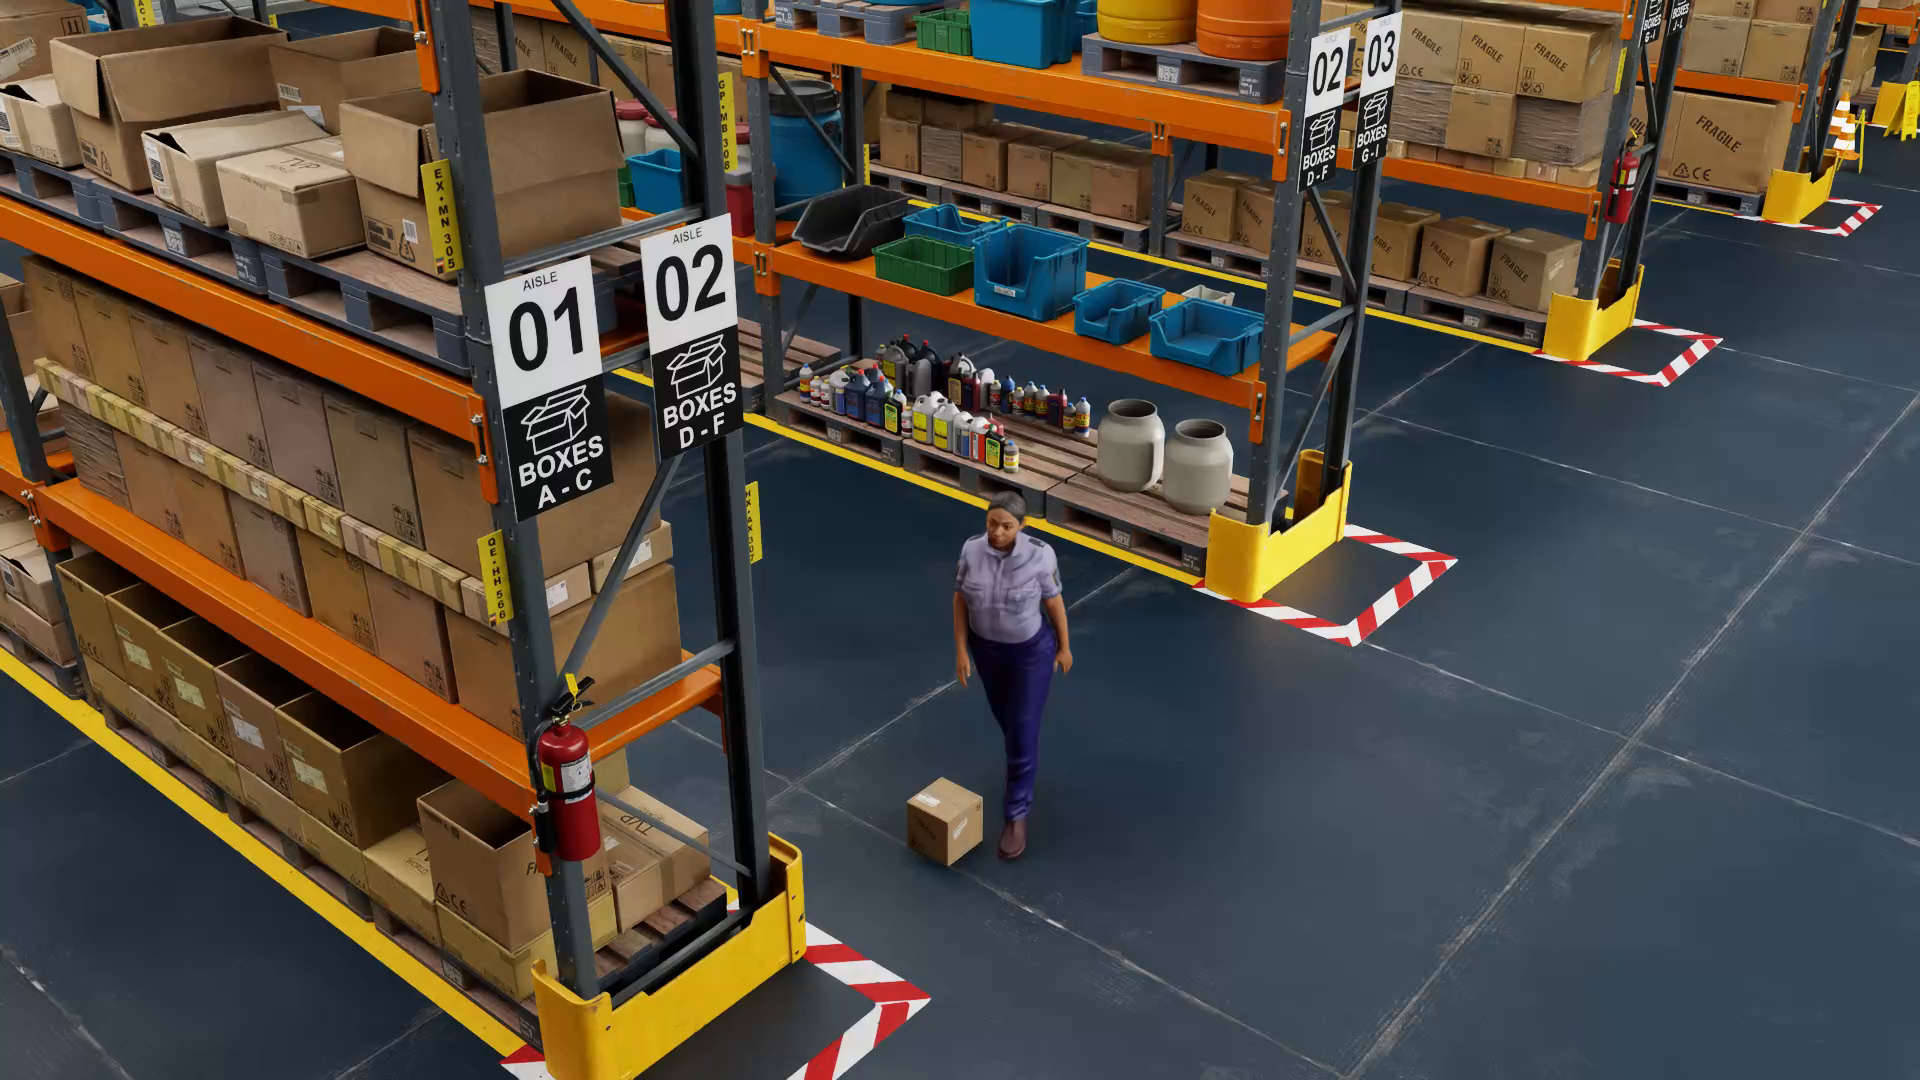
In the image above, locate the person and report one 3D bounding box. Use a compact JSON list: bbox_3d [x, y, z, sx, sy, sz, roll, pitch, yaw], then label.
[{"bbox_3d":[0.187,0.545,7.566,0.523,1.624,0.786,12,30,22],"label":"person"}]
